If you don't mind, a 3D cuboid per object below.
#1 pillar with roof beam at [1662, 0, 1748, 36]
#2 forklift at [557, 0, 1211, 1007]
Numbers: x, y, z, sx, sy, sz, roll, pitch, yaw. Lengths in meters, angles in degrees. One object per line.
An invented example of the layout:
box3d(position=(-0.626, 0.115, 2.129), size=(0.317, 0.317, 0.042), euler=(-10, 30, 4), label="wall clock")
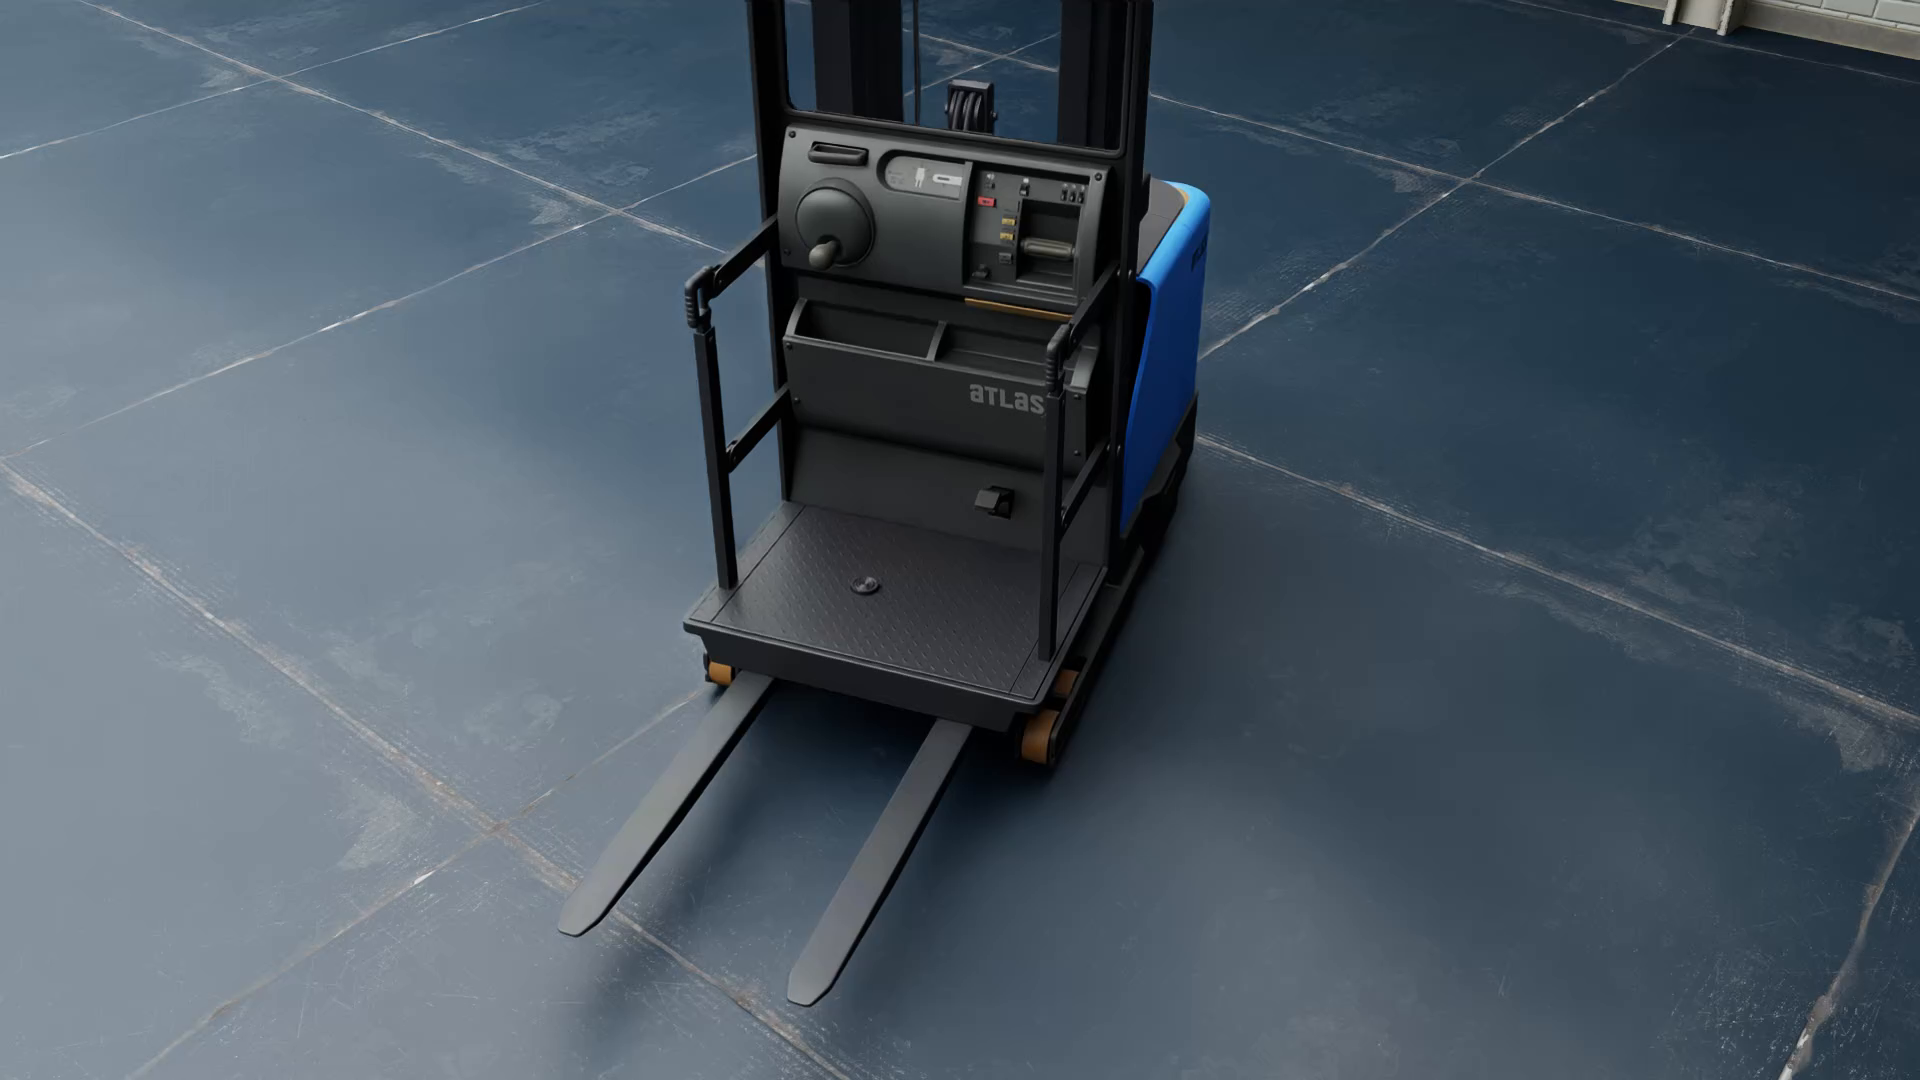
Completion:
box3d(position=(1.931, -5.097, 5.222), size=(0.400, 9.000, 9.100), euler=(25, 42, 32), label="pillar with roof beam")
box3d(position=(-0.131, -0.826, 4.364), size=(1.130, 2.935, 3.031), euler=(12, 36, 17), label="forklift")
